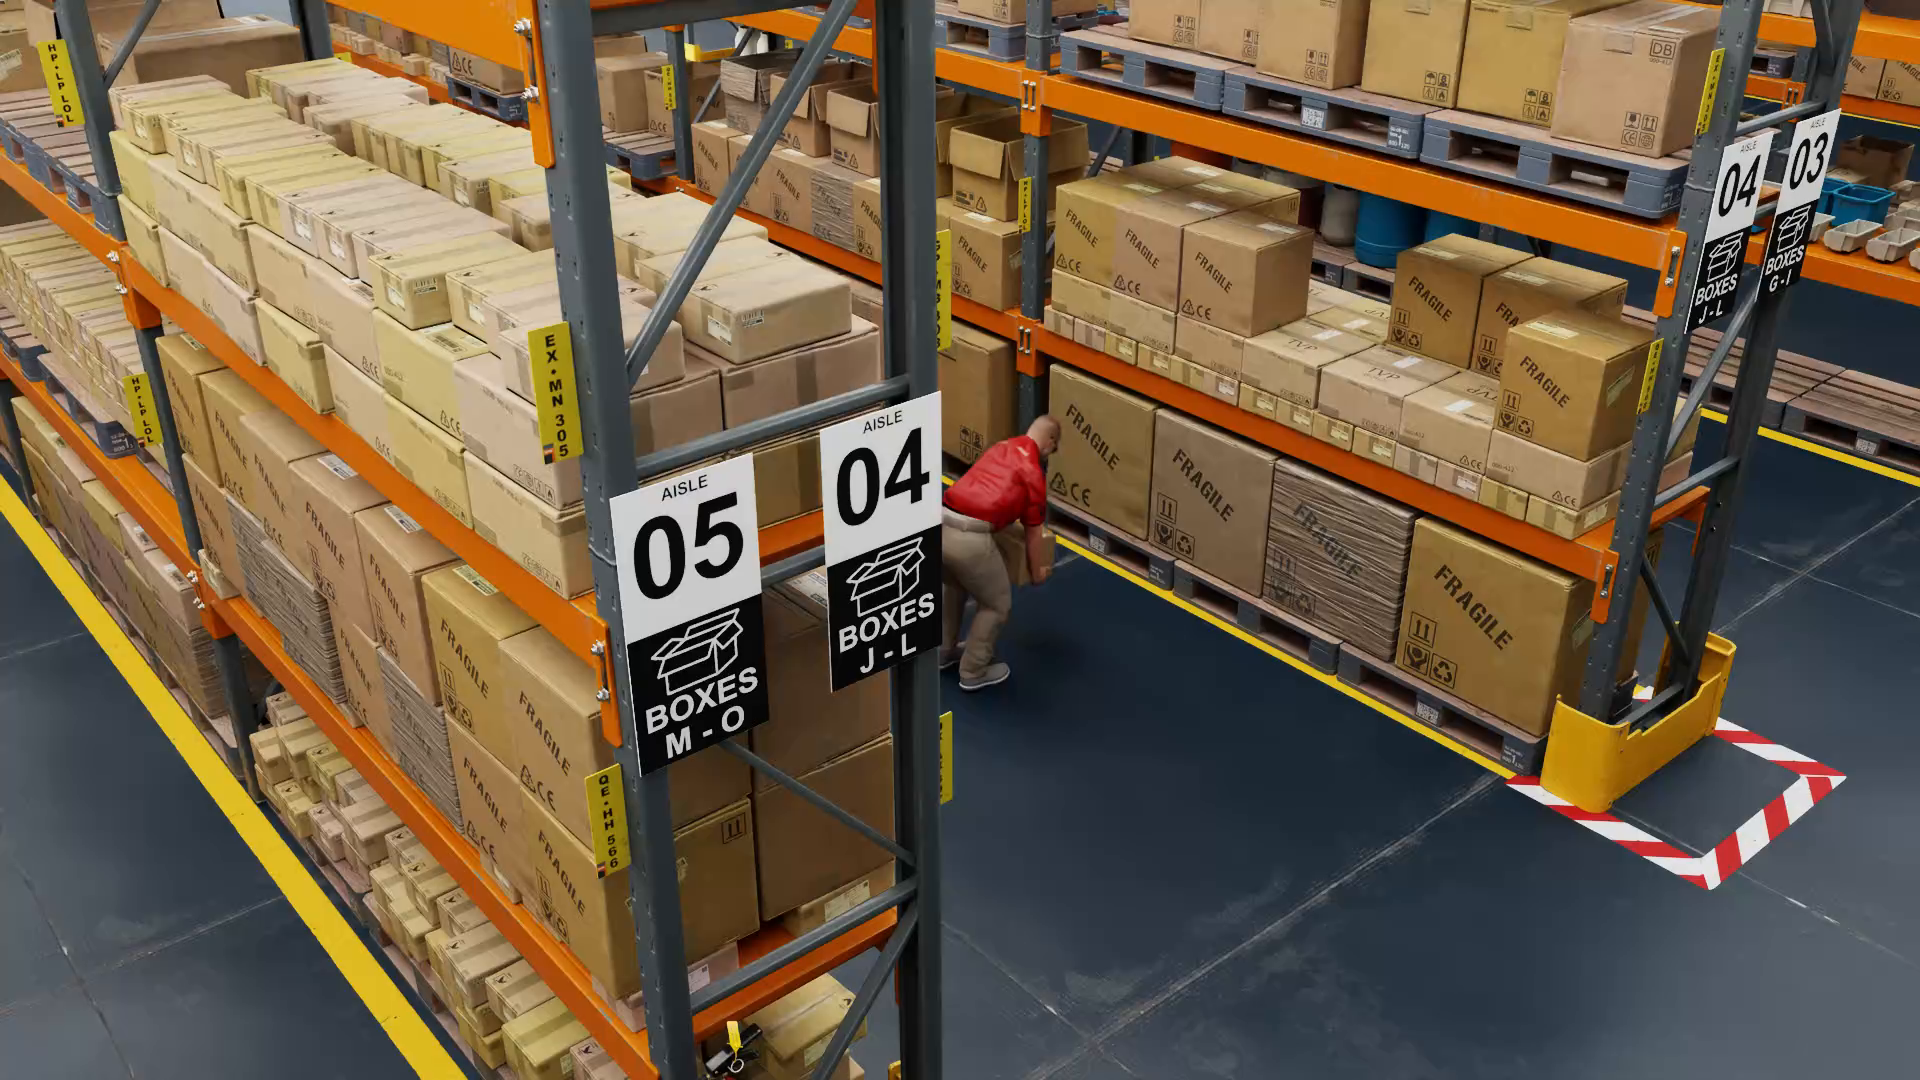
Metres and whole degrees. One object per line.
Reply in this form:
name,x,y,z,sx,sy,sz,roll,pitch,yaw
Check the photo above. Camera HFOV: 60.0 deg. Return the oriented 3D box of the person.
person,0.196,0.055,8.922,0.876,1.373,0.473,-23,35,-36
